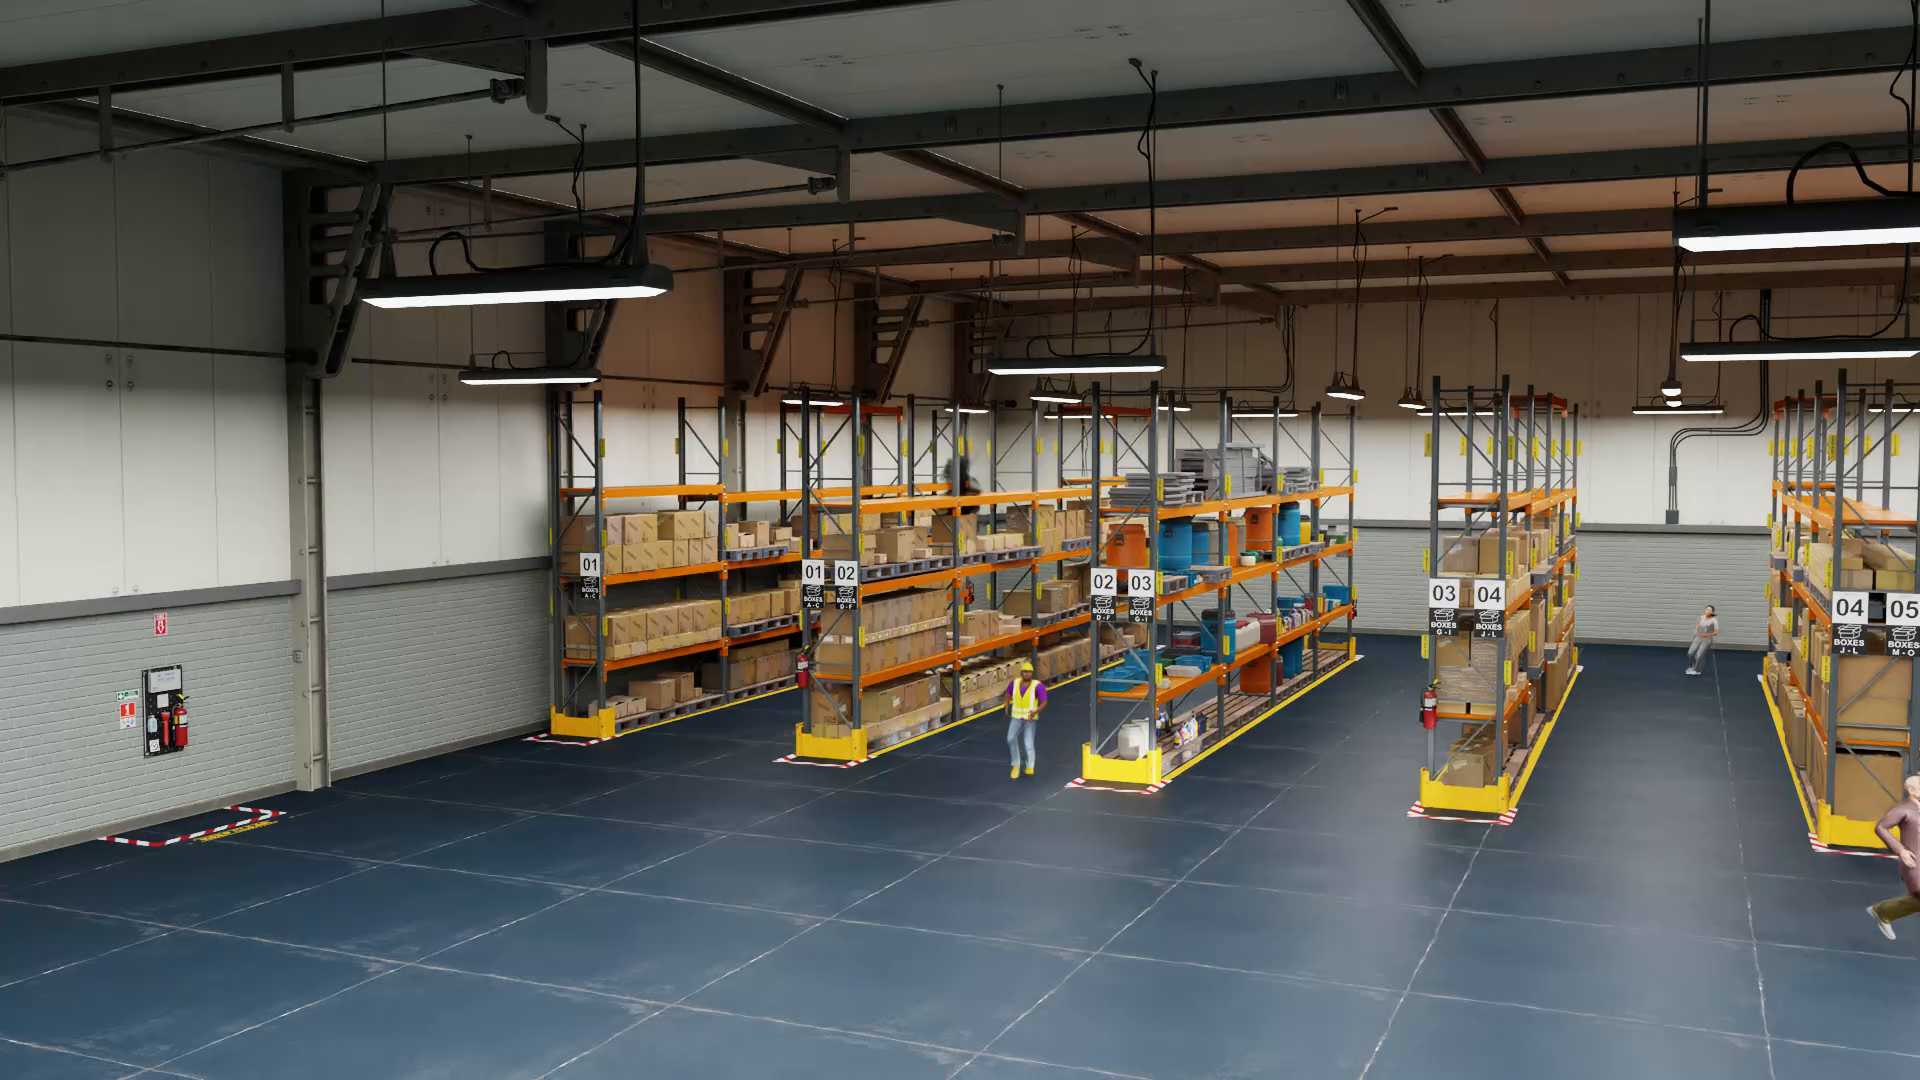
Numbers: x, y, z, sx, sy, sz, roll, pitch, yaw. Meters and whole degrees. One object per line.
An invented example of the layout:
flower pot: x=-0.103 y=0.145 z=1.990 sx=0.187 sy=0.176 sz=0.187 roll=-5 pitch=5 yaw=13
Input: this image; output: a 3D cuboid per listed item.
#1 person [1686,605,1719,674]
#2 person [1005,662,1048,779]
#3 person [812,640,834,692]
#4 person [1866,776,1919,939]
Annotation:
person: x=16.264 y=2.195 z=36.446 sx=0.700 sy=1.579 sz=0.627 roll=2 pitch=4 yaw=35
person: x=0.980 y=2.739 z=25.269 sx=0.714 sy=1.772 sz=0.674 roll=1 pitch=3 yaw=17
person: x=-2.523 y=2.452 z=31.064 sx=0.543 sy=1.720 sz=0.723 roll=1 pitch=3 yaw=11
person: x=9.409 y=3.200 z=16.367 sx=0.714 sy=1.754 sz=1.028 roll=-2 pitch=4 yaw=-32
